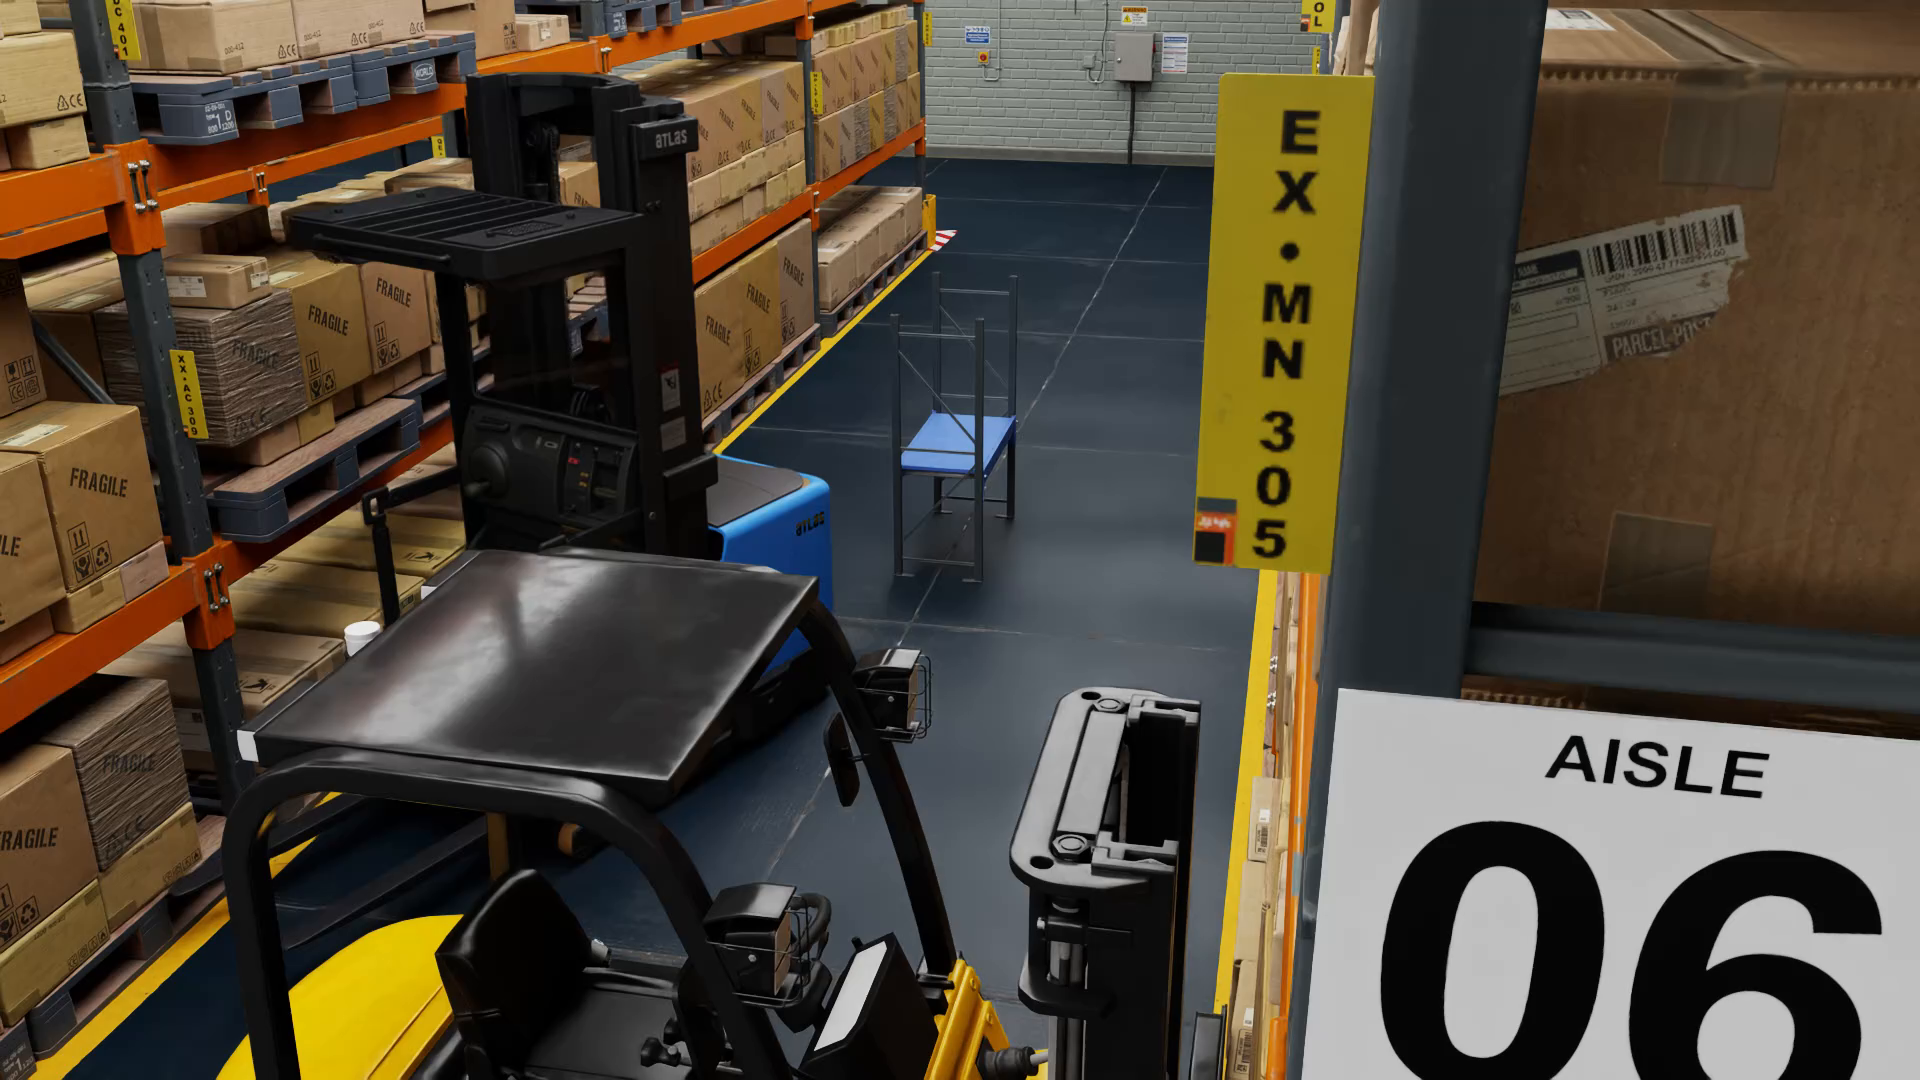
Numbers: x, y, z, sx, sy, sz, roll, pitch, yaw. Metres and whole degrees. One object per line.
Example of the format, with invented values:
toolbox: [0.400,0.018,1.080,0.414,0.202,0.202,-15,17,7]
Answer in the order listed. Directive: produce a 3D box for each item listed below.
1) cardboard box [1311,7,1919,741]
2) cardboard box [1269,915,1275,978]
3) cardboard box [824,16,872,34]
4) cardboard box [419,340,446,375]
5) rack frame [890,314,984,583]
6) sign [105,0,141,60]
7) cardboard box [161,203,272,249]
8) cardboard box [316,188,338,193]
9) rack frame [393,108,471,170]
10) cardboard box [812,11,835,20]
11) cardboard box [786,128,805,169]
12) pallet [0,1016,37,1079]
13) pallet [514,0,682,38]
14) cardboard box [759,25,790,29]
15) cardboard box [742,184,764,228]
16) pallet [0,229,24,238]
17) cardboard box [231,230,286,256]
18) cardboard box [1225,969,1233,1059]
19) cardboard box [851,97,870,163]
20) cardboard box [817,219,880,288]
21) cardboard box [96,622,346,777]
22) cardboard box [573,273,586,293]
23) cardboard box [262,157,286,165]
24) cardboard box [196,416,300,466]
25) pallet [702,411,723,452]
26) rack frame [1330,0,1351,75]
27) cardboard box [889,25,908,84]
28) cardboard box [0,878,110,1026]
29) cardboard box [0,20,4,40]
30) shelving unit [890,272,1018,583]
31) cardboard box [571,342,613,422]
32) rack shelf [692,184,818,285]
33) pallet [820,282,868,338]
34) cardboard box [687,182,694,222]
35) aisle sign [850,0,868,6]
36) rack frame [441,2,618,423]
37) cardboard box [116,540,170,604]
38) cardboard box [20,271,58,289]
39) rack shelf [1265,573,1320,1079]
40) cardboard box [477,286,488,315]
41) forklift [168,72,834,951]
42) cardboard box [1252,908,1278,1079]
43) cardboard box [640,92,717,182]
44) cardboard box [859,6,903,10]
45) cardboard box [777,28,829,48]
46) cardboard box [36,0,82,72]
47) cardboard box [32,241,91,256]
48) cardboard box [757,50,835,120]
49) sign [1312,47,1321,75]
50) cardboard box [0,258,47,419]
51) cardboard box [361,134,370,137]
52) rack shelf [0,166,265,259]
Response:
cardboard box: [0.588,-0.179,1.438,0.500,0.500,0.500,5,23,13]
cardboard box: [0.771,0.714,3.064,0.380,0.149,0.250,5,22,11]
cardboard box: [-1.014,-4.647,15.037,0.380,0.149,0.250,5,23,13]
cardboard box: [-2.592,-0.890,7.824,0.380,0.149,0.250,5,23,13]
rack frame: [-0.121,-0.479,9.034,0.500,1.500,0.032,4,22,11]
sign: [-2.774,-1.752,5.482,0.100,0.325,0.005,4,22,11]
cardboard box: [-3.273,-1.381,7.305,0.380,0.149,0.250,4,22,9]
cardboard box: [-6.315,-3.481,16.940,0.380,0.149,0.250,5,23,13]
rack frame: [-5.725,-4.889,17.977,1.000,3.000,0.127,4,22,11]
cardboard box: [-1.389,-4.865,15.578,0.380,0.149,0.250,5,22,11]
cardboard box: [-1.527,-3.068,12.988,0.500,0.250,0.500,4,22,11]
pallet: [-3.656,1.830,5.028,1.003,0.211,1.213,4,22,11]
pallet: [-2.411,-3.166,9.937,1.213,0.211,1.003,6,23,13]
cardboard box: [-1.669,-4.306,14.189,0.380,0.149,0.250,4,22,10]
cardboard box: [-1.746,-2.463,12.155,0.500,0.250,0.500,4,22,9]
pallet: [-7.316,-2.143,11.415,1.213,0.211,1.003,4,22,11]
cardboard box: [-3.226,-1.095,7.463,0.500,0.500,0.500,5,23,13]
cardboard box: [1.130,1.450,5.357,0.500,0.250,0.500,5,22,11]
cardboard box: [-1.108,-3.649,14.764,0.500,0.500,0.500,5,22,11]
cardboard box: [-1.259,-2.641,15.262,0.875,0.438,0.875,4,22,9]
cardboard box: [-3.203,0.672,7.124,0.950,0.372,0.625,5,22,12]
cardboard box: [-2.311,-1.459,9.236,0.380,0.149,0.250,5,22,12]
cardboard box: [-6.163,-3.388,14.587,0.380,0.149,0.250,5,23,13]
cardboard box: [-2.885,-0.416,6.645,0.380,0.149,0.250,5,22,12]
pallet: [-2.256,-0.612,11.090,1.003,0.211,1.213,4,22,11]
rack frame: [1.553,-2.565,4.178,1.000,3.000,0.127,4,22,11]
cardboard box: [-0.802,-4.671,15.963,0.500,0.500,0.500,5,22,11]
cardboard box: [-3.263,1.353,5.597,0.500,0.250,0.500,4,22,9]
cardboard box: [-3.136,-1.571,4.993,0.380,0.149,0.250,4,22,10]
shelving unit: [-0.017,-0.665,9.496,0.538,1.500,1.048,4,22,11]
cardboard box: [-2.269,-1.078,10.797,0.875,0.875,0.875,4,22,10]
rack shelf: [-2.083,-2.020,11.818,1.077,0.370,4.000,4,22,11]
pallet: [-1.443,-2.064,14.696,1.003,0.211,1.213,4,22,11]
cardboard box: [-2.039,-2.140,10.684,0.500,0.250,0.500,5,22,12]
aisle sign: [-1.128,-5.803,16.766,0.394,0.787,0.004,4,22,11]
rack frame: [-2.491,-1.623,9.867,1.000,3.000,0.127,4,22,11]
cardboard box: [-3.074,0.098,5.932,0.380,0.149,0.250,4,22,10]
cardboard box: [-6.876,-1.765,12.002,0.500,0.250,0.500,4,22,10]
rack shelf: [1.145,-0.109,3.056,1.077,0.370,4.000,4,22,11]
cardboard box: [-2.508,-1.440,8.319,0.500,0.500,0.500,3,22,7]
forklift: [-1.801,-0.280,6.625,1.130,2.935,3.031,13,26,30]
cardboard box: [0.799,1.057,3.079,0.500,0.500,0.500,4,22,10]
cardboard box: [-1.938,-2.665,10.982,0.500,0.500,0.500,5,22,12]
cardboard box: [-0.764,-5.118,16.206,0.380,0.149,0.250,5,22,12]
cardboard box: [-1.309,-4.184,13.886,0.380,0.149,0.250,4,22,10]
cardboard box: [-3.330,-1.901,6.182,0.500,0.250,0.500,4,22,10]
cardboard box: [-7.165,-2.178,13.026,0.500,0.250,0.500,5,23,13]
cardboard box: [-1.340,-3.751,13.680,0.500,0.500,0.500,5,22,11]
sign: [3.470,-4.614,16.136,0.100,0.325,0.005,4,22,11]
cardboard box: [-3.609,-0.663,5.615,0.700,0.500,0.500,4,22,10]
cardboard box: [-5.933,-3.975,16.044,0.380,0.149,0.250,5,23,13]
rack shelf: [-6.949,-2.361,12.663,1.077,0.370,4.000,4,22,11]
